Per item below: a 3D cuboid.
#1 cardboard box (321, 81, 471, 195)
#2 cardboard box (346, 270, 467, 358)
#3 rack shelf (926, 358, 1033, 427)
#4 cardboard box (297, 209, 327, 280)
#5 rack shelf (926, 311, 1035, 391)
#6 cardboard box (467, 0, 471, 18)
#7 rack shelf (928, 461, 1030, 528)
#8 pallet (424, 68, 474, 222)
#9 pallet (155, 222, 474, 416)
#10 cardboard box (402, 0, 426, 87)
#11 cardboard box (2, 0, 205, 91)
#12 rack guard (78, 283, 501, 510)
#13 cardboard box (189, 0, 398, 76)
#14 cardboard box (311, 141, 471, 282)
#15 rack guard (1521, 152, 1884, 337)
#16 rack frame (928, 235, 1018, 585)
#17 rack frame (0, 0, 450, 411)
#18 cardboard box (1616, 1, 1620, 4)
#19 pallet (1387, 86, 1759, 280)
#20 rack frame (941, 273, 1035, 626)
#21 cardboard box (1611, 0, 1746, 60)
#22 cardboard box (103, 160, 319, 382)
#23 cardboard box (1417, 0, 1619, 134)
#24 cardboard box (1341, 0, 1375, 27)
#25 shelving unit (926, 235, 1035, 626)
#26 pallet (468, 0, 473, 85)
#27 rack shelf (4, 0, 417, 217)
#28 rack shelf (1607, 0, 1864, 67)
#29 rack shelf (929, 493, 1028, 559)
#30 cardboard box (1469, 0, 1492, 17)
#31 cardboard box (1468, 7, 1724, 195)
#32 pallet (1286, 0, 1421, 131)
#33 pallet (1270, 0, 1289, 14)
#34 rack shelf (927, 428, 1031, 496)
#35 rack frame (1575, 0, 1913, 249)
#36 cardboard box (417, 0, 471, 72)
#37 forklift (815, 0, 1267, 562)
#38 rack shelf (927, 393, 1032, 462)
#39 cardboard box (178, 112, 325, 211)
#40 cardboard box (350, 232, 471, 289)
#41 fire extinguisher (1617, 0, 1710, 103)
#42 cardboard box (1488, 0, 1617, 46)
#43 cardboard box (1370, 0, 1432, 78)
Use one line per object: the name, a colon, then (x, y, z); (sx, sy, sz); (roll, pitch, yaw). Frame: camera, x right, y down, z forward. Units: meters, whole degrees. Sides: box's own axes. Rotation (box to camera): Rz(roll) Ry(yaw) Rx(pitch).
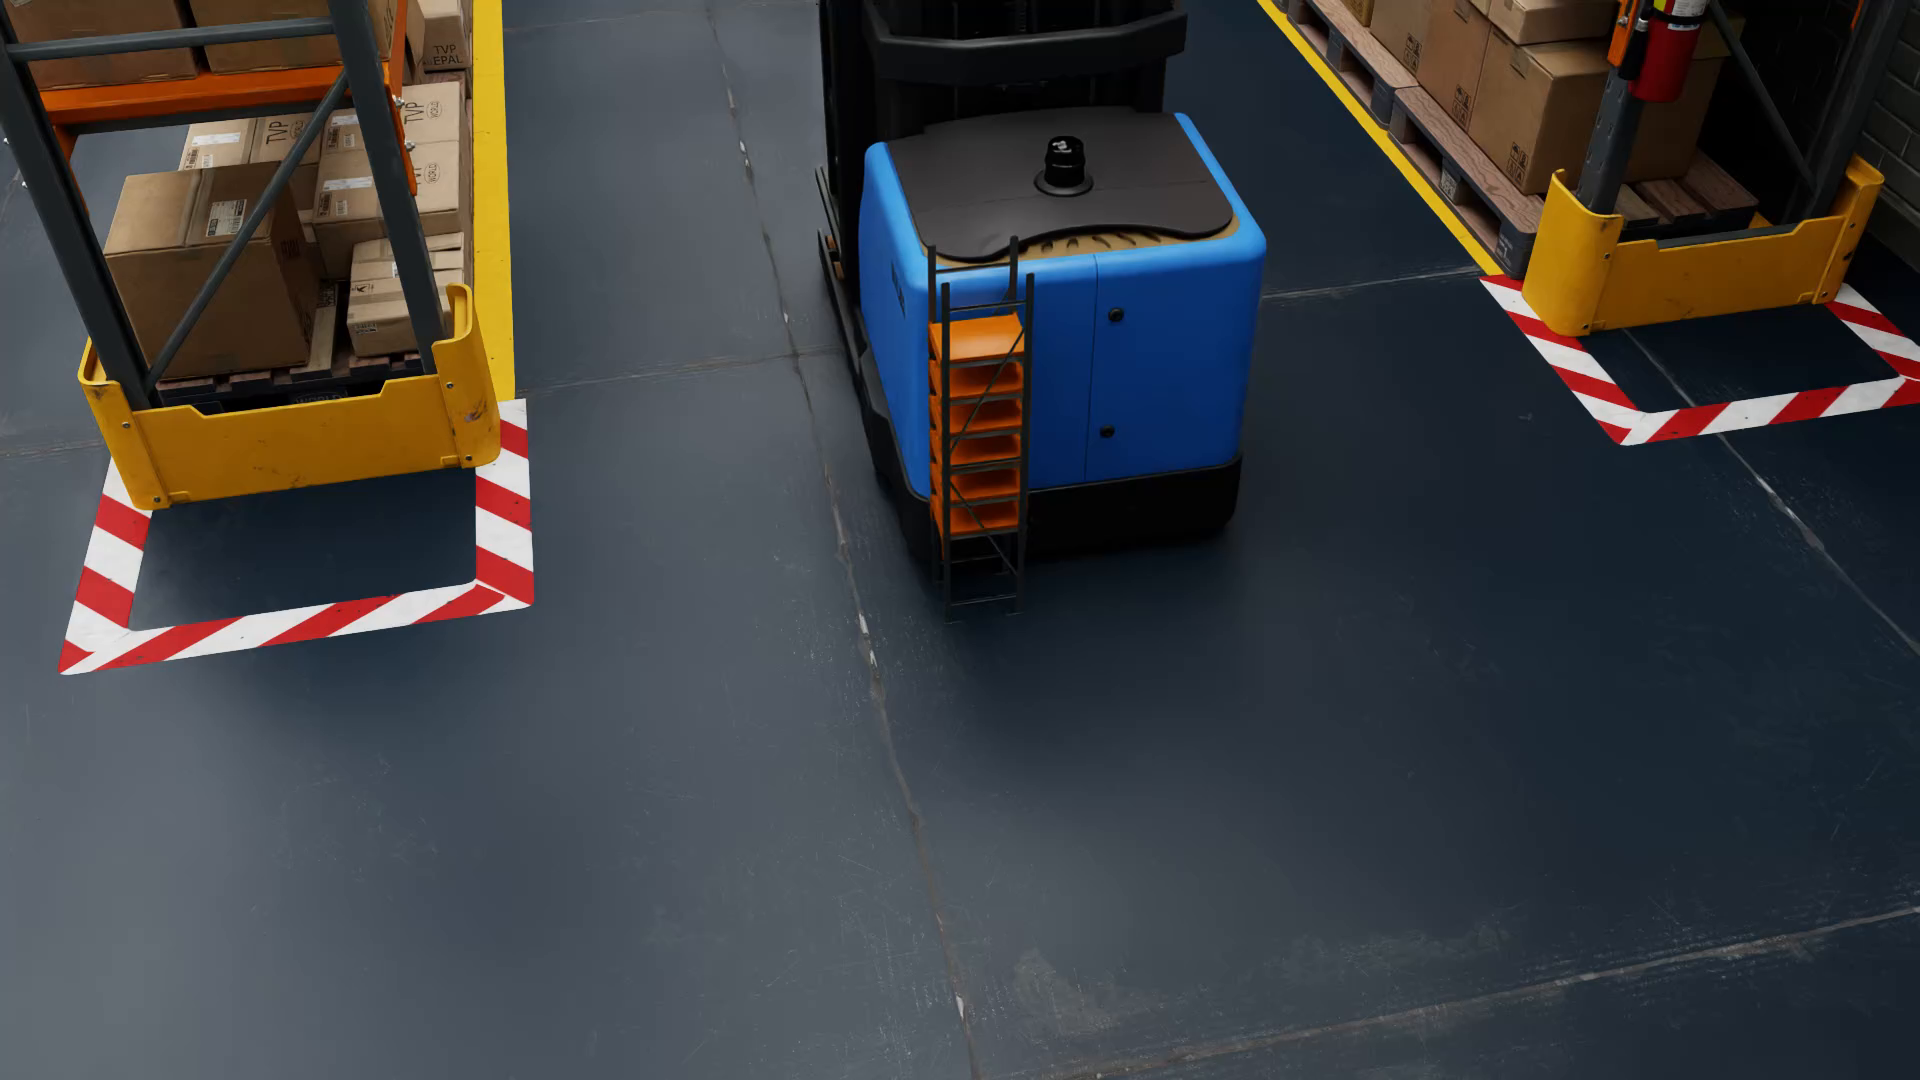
cardboard box: (-2.178, -1.532, 6.456); (0.500, 0.250, 0.500); (-8, 42, -9)
cardboard box: (-1.876, -0.774, 5.678); (0.380, 0.149, 0.250); (-8, 42, -9)
rack shelf: (0.052, -0.416, 4.520); (0.258, 0.103, 0.180); (-8, 42, -9)
cardboard box: (-2.479, -1.052, 5.979); (0.380, 0.166, 0.250); (-8, 42, -9)
rack shelf: (0.052, -0.506, 4.440); (0.258, 0.103, 0.180); (-8, 42, -9)
cardboard box: (-2.445, -2.483, 7.604); (0.380, 0.149, 0.250); (-8, 42, -9)
rack shelf: (0.052, -0.147, 4.759); (0.258, 0.103, 0.180); (-8, 42, -9)
pallet: (-2.571, -1.667, 6.969); (1.003, 0.211, 1.213); (-8, 42, -9)
pallet: (-2.311, -0.878, 6.080); (1.003, 0.211, 1.213); (-8, 42, -9)
cardboard box: (-2.574, -1.961, 6.749); (0.797, 0.503, 0.637); (-8, 42, -9)
cardboard box: (-2.484, -1.643, 4.767); (0.500, 0.500, 0.500); (-7, 42, -8)
rack guard: (-2.138, -0.469, 5.402); (1.175, 0.500, 0.348); (-8, 42, -9)
cardboard box: (-1.960, -1.718, 4.850); (0.500, 0.500, 0.500); (-8, 42, -8)
cardboard box: (-2.070, -1.208, 6.091); (0.500, 0.250, 0.500); (-8, 42, -9)
rack guard: (2.720, -1.117, 6.131); (1.175, 0.500, 0.348); (-8, 42, -9)
rack frame: (0.034, -0.329, 4.717); (0.240, 1.200, 0.006); (-8, 42, -9)
rack frame: (-2.121, -1.355, 4.517); (1.000, 3.000, 0.127); (-8, 42, -9)
cardboard box: (2.578, -2.247, 6.600); (0.380, 0.149, 0.250); (-8, 42, -9)
pallet: (2.466, -1.531, 6.816); (1.003, 0.211, 1.213); (-8, 42, -9)
rack frame: (0.070, -0.210, 4.583); (0.240, 1.200, 0.006); (-8, 42, -9)
cardboard box: (2.688, -1.919, 6.230); (0.380, 0.149, 0.250); (-8, 42, -9)
cardboard box: (-2.479, -0.902, 5.558); (0.500, 0.500, 0.500); (-8, 42, -9)
cardboard box: (2.358, -2.053, 6.870); (0.700, 0.500, 0.500); (-8, 42, -9)
cardboard box: (2.126, -2.723, 7.625); (0.700, 0.500, 0.500); (-7, 42, -8)
shelving unit: (0.052, -0.270, 4.650); (0.258, 1.200, 0.189); (-8, 42, -9)
pallet: (-2.837, -2.459, 7.862); (1.003, 0.211, 1.213); (-8, 42, -9)
rack shelf: (-2.553, -2.382, 6.216); (1.077, 0.370, 4.000); (-8, 42, -9)
rack shelf: (2.283, -3.094, 7.018); (1.077, 0.370, 4.000); (-8, 42, -9)
rack shelf: (0.052, -0.057, 4.839); (0.258, 0.103, 0.180); (-8, 42, -9)
cardboard box: (2.204, -2.194, 6.540); (0.380, 0.149, 0.250); (-7, 42, -8)
cardboard box: (2.466, -1.729, 6.504); (0.700, 0.500, 0.500); (-8, 42, -9)
pallet: (2.206, -2.320, 7.705); (1.003, 0.211, 1.213); (-8, 42, -9)
pallet: (1.939, -3.113, 8.598); (1.003, 0.211, 1.213); (-8, 42, -9)
rack shelf: (0.052, -0.236, 4.679); (0.258, 0.103, 0.180); (-8, 42, -9)
rack frame: (2.715, -2.067, 5.319); (1.000, 3.000, 0.127); (-8, 42, -9)
cardboard box: (-2.423, -2.292, 7.266); (0.500, 0.311, 0.500); (-8, 42, -9)
forklift: (0.074, -2.012, 5.309); (1.130, 2.935, 3.031); (-8, 42, -9)
rack shelf: (0.052, -0.326, 4.600); (0.258, 0.103, 0.180); (-8, 42, -9)
cardboard box: (-2.655, -1.428, 6.339); (0.500, 0.250, 0.500); (-8, 42, -9)
cardboard box: (-1.930, -0.942, 5.855); (0.380, 0.166, 0.250); (-8, 42, -9)
fire extinguisher: (2.297, -1.735, 5.284); (0.296, 0.674, 0.183); (-8, 42, -9)
cardboard box: (2.260, -2.028, 6.353); (0.380, 0.149, 0.250); (-9, 42, -10)
cardboard box: (2.249, -2.379, 7.237); (0.700, 0.500, 0.500); (-10, 42, -11)
